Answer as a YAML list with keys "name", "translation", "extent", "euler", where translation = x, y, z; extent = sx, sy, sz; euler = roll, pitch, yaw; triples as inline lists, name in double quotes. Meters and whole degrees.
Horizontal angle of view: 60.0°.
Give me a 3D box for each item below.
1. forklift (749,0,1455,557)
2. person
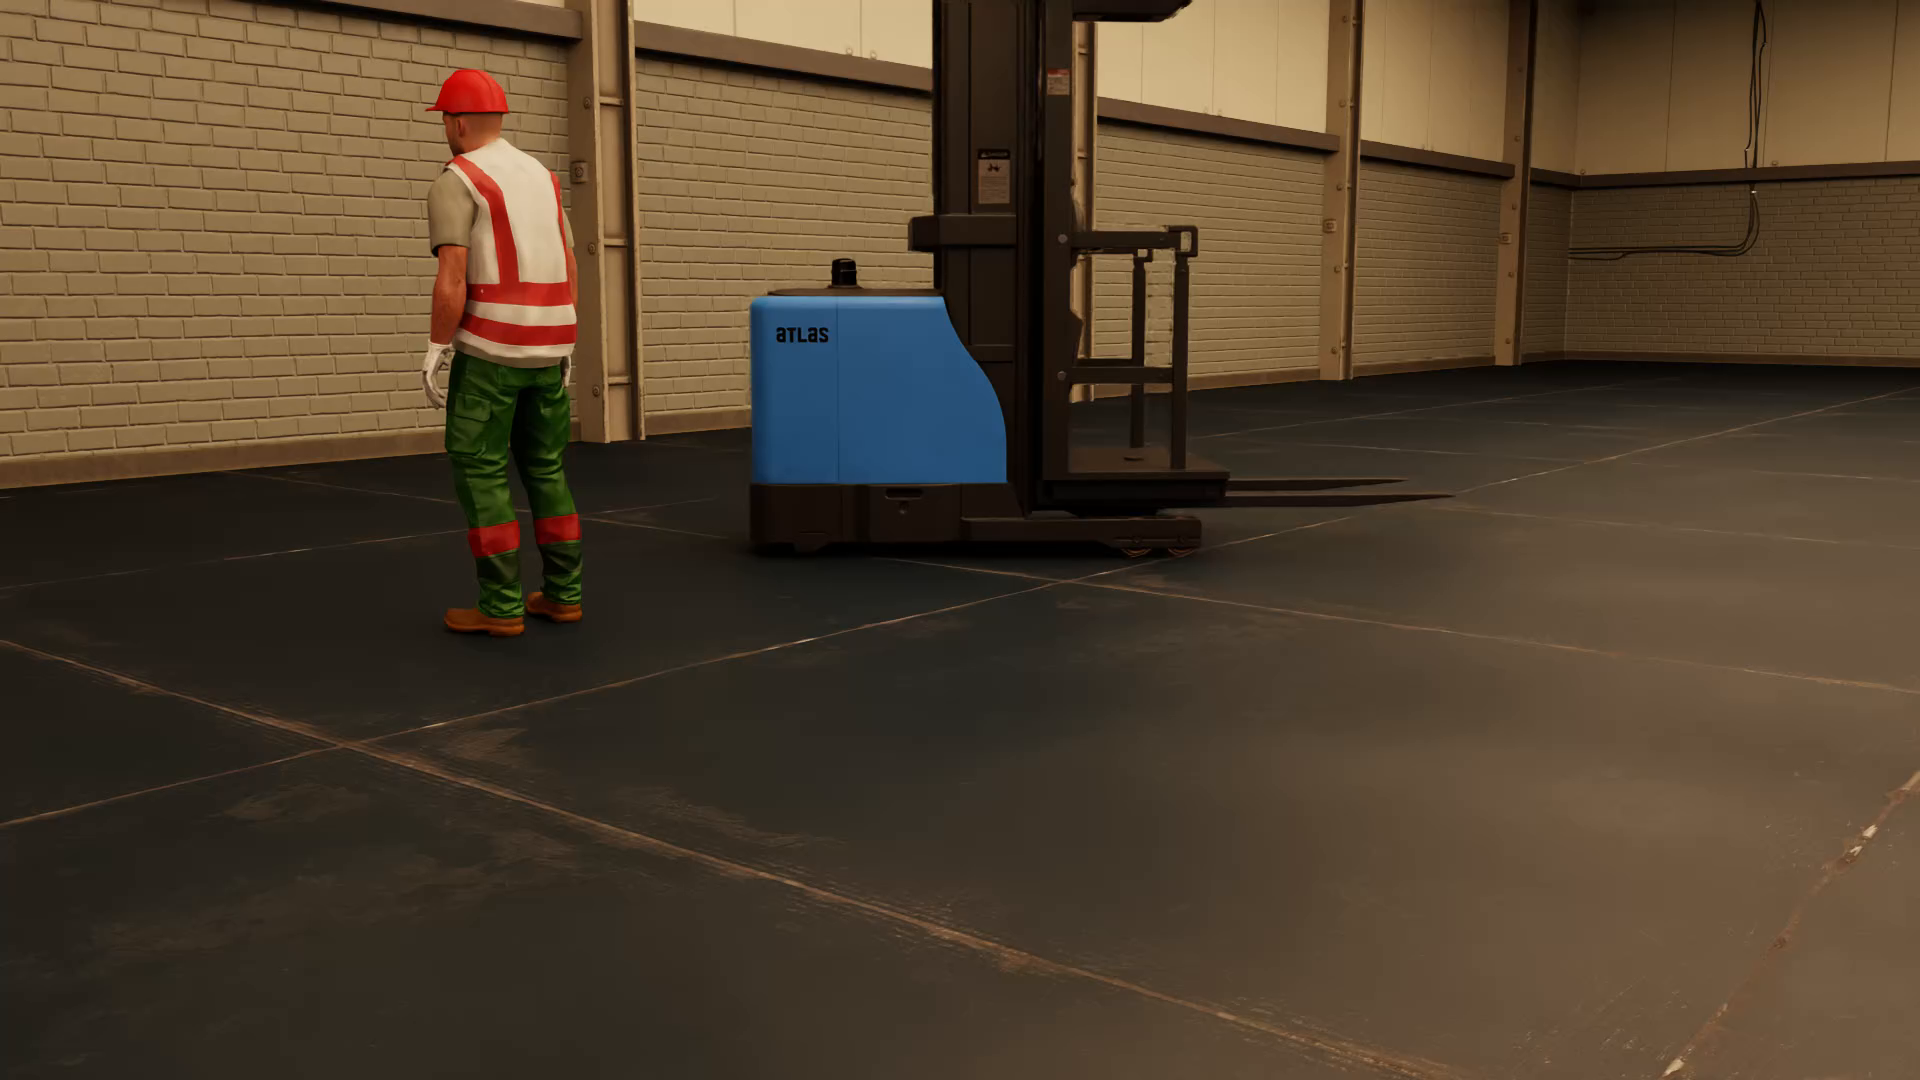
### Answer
- name: "forklift"
  translation: [0.609, -1.457, 7.240]
  extent: [3.031, 2.935, 1.130]
  euler: [-1, 8, -4]
- name: "person"
  translation: [-1.470, -0.593, 5.326]
  extent: [0.451, 1.779, 0.618]
  euler: [5, 10, 32]
